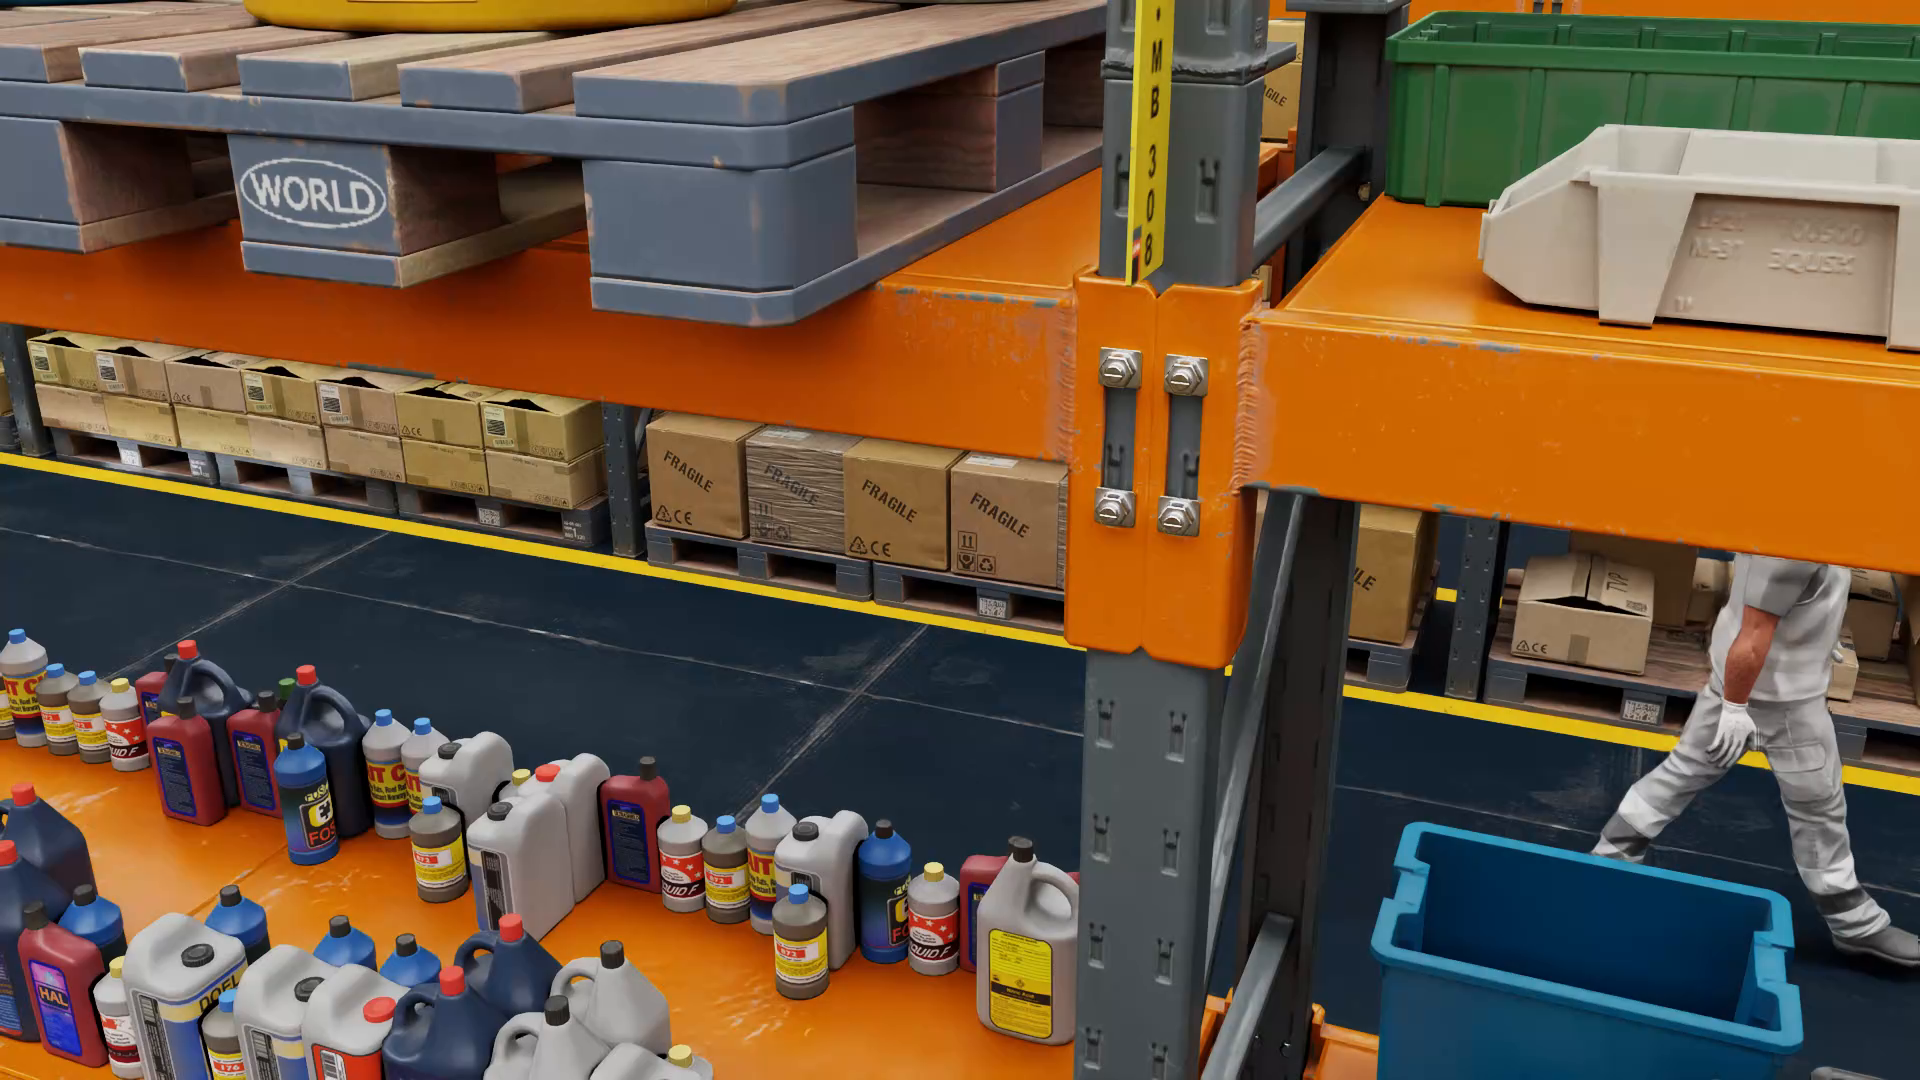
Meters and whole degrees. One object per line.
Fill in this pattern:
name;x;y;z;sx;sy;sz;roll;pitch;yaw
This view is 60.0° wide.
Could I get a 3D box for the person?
person;2.533;0.411;5.000;1.020;1.729;0.607;5;23;12
